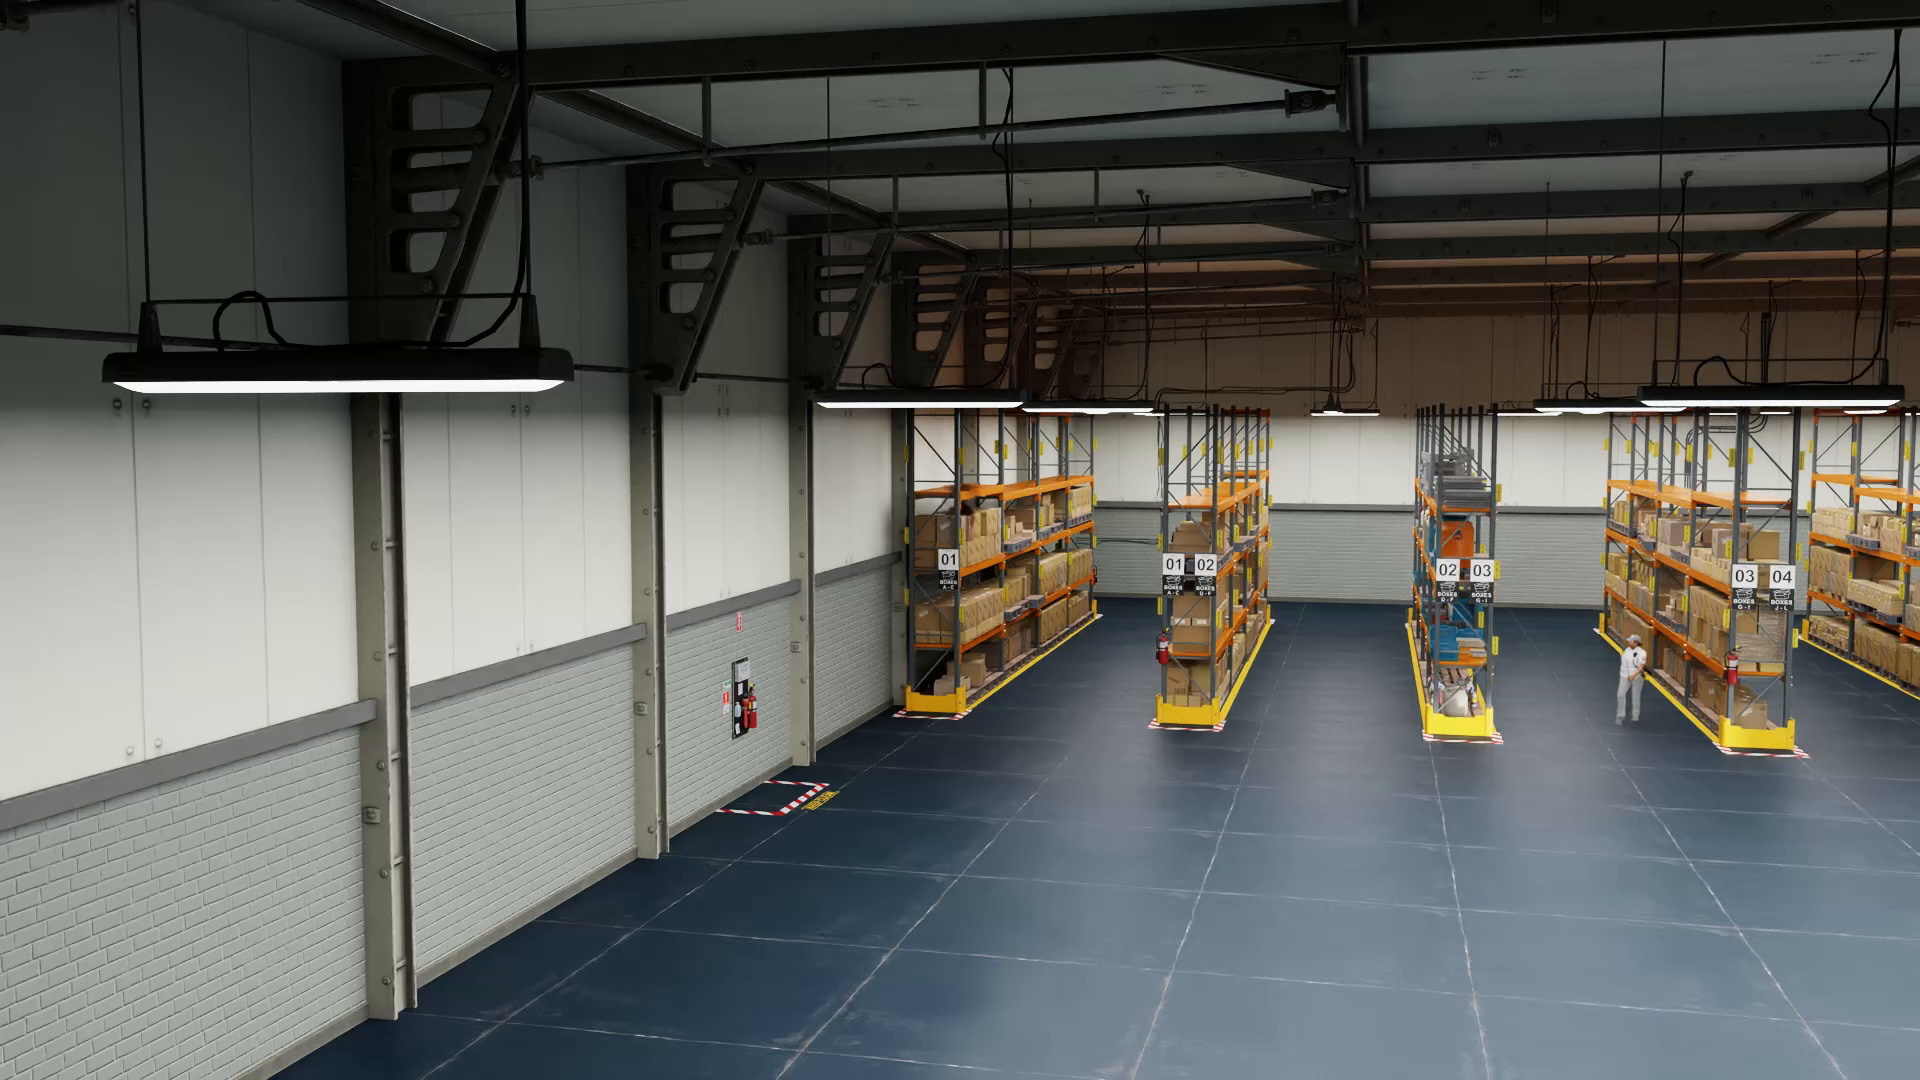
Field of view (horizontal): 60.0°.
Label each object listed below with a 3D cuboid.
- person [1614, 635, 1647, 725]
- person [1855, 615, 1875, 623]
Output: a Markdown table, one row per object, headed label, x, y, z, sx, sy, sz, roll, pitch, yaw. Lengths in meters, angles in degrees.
| label | x | y | z | sx | sy | sz | roll | pitch | yaw |
| --- | --- | --- | --- | --- | --- | --- | --- | --- | --- |
| person | 12.621 | 2.631 | 31.251 | 0.469 | 1.689 | 0.735 | 3 | 5 | 38 |
| person | 23.894 | 1.669 | 44.015 | 0.923 | 1.681 | 0.641 | 1 | 4 | 12 |
